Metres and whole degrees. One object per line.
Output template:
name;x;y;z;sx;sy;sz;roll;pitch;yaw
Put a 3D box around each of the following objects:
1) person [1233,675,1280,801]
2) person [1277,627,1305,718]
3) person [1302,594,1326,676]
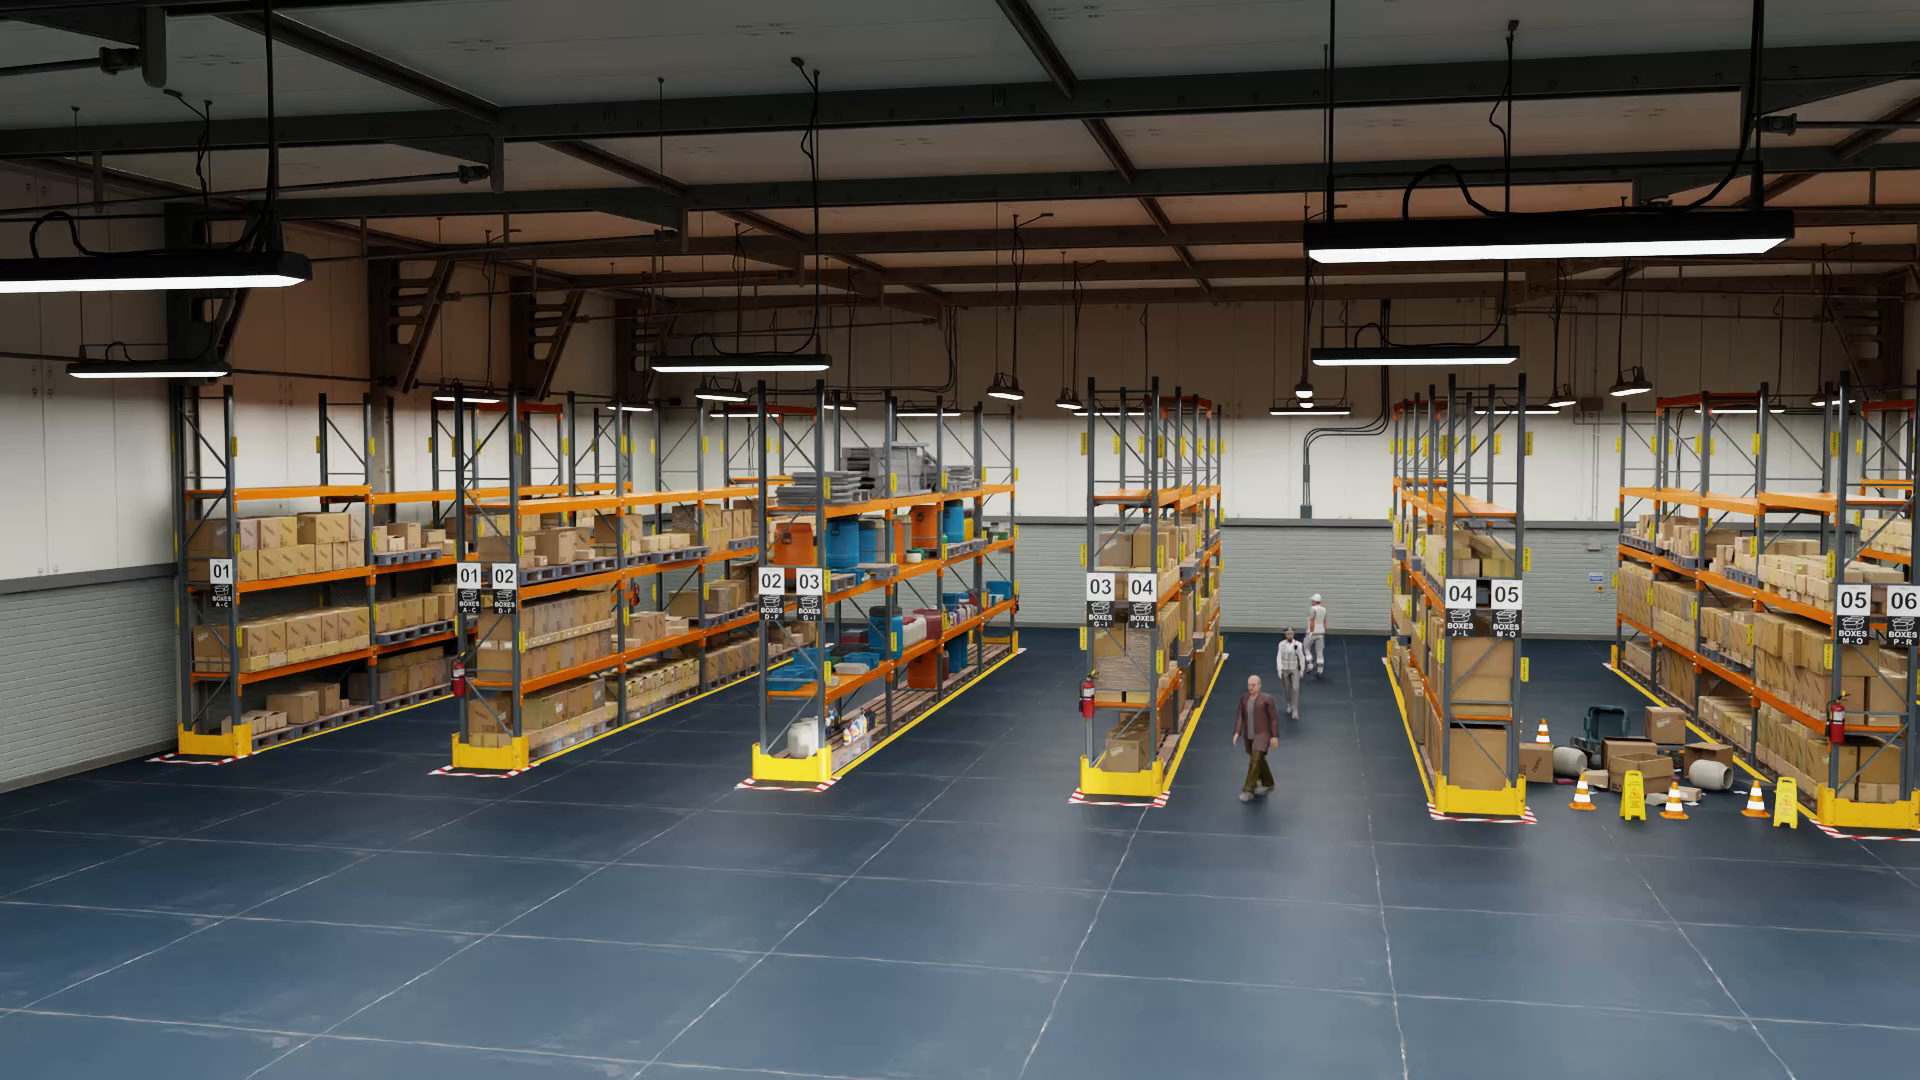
person;4.160;2.788;23.575;1.063;1.735;0.611;-3;4;-40
person;6.129;2.430;30.907;0.501;1.637;0.870;1;3;22
person;7.804;2.072;36.353;0.518;1.784;0.539;-1;3;-13
